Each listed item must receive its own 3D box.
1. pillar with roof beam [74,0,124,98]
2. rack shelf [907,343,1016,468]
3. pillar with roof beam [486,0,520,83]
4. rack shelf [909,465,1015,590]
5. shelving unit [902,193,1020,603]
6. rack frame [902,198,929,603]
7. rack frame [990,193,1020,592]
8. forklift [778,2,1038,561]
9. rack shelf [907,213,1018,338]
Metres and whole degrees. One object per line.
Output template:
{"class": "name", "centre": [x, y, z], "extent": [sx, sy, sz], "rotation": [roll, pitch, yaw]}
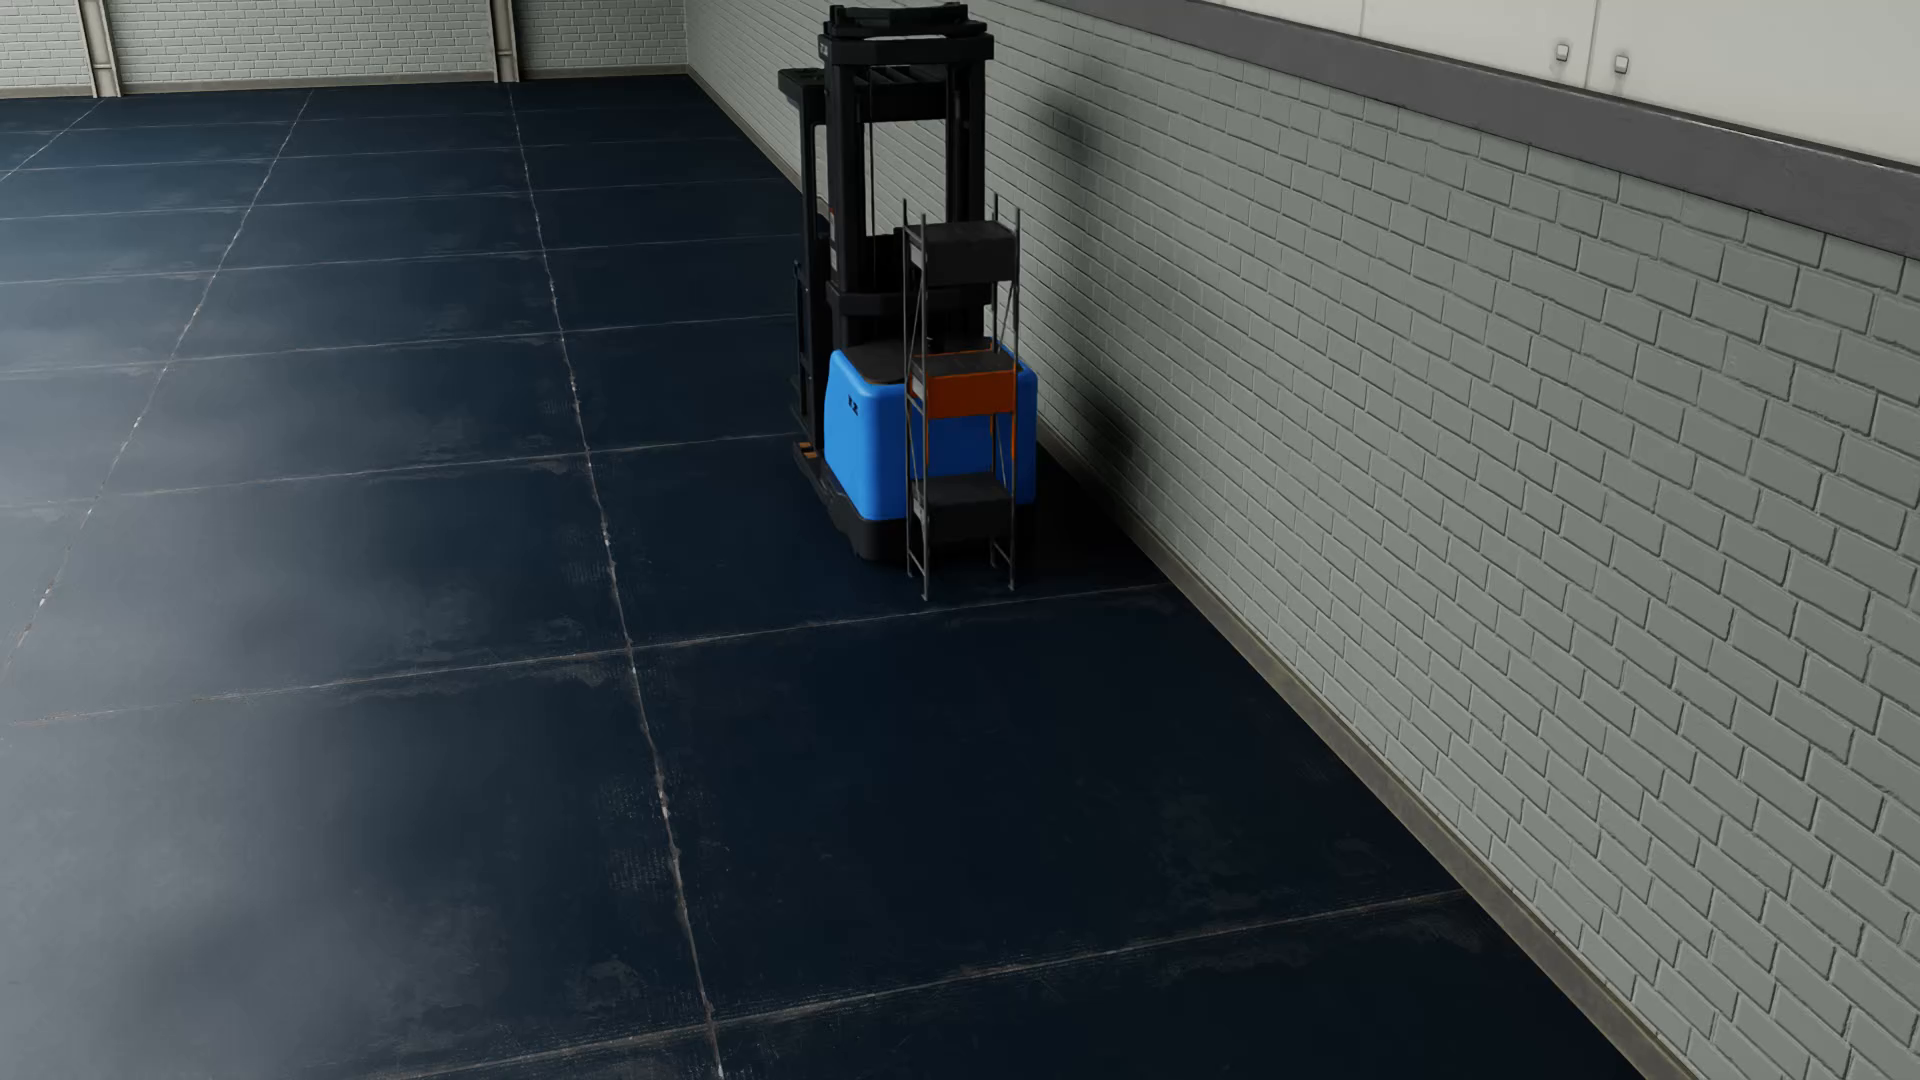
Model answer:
{"class": "pillar with roof beam", "centre": [-12.057, -9.403, 20.252], "extent": [0.400, 9.000, 9.100], "rotation": [-6, 24, -14]}
{"class": "rack shelf", "centre": [0.003, -0.719, 8.797], "extent": [0.480, 0.518, 0.431], "rotation": [-7, 24, -15]}
{"class": "pillar with roof beam", "centre": [-6.280, -10.042, 21.741], "extent": [0.400, 9.000, 9.100], "rotation": [-6, 24, -14]}
{"class": "rack shelf", "centre": [0.003, -0.076, 9.073], "extent": [0.480, 0.518, 0.431], "rotation": [-7, 24, -15]}
{"class": "shelving unit", "centre": [0.003, -0.731, 8.792], "extent": [0.503, 2.100, 0.431], "rotation": [-7, 24, -15]}
{"class": "rack frame", "centre": [-0.231, -0.704, 8.728], "extent": [0.015, 2.100, 0.400], "rotation": [-7, 24, -15]}
{"class": "rack frame", "centre": [0.237, -0.759, 8.855], "extent": [0.015, 2.100, 0.400], "rotation": [-7, 24, -15]}
{"class": "forklift", "centre": [-0.459, -1.784, 10.190], "extent": [1.130, 2.935, 3.031], "rotation": [-7, 24, -15]}
{"class": "rack shelf", "centre": [0.003, -1.362, 8.521], "extent": [0.480, 0.518, 0.431], "rotation": [-7, 24, -15]}
